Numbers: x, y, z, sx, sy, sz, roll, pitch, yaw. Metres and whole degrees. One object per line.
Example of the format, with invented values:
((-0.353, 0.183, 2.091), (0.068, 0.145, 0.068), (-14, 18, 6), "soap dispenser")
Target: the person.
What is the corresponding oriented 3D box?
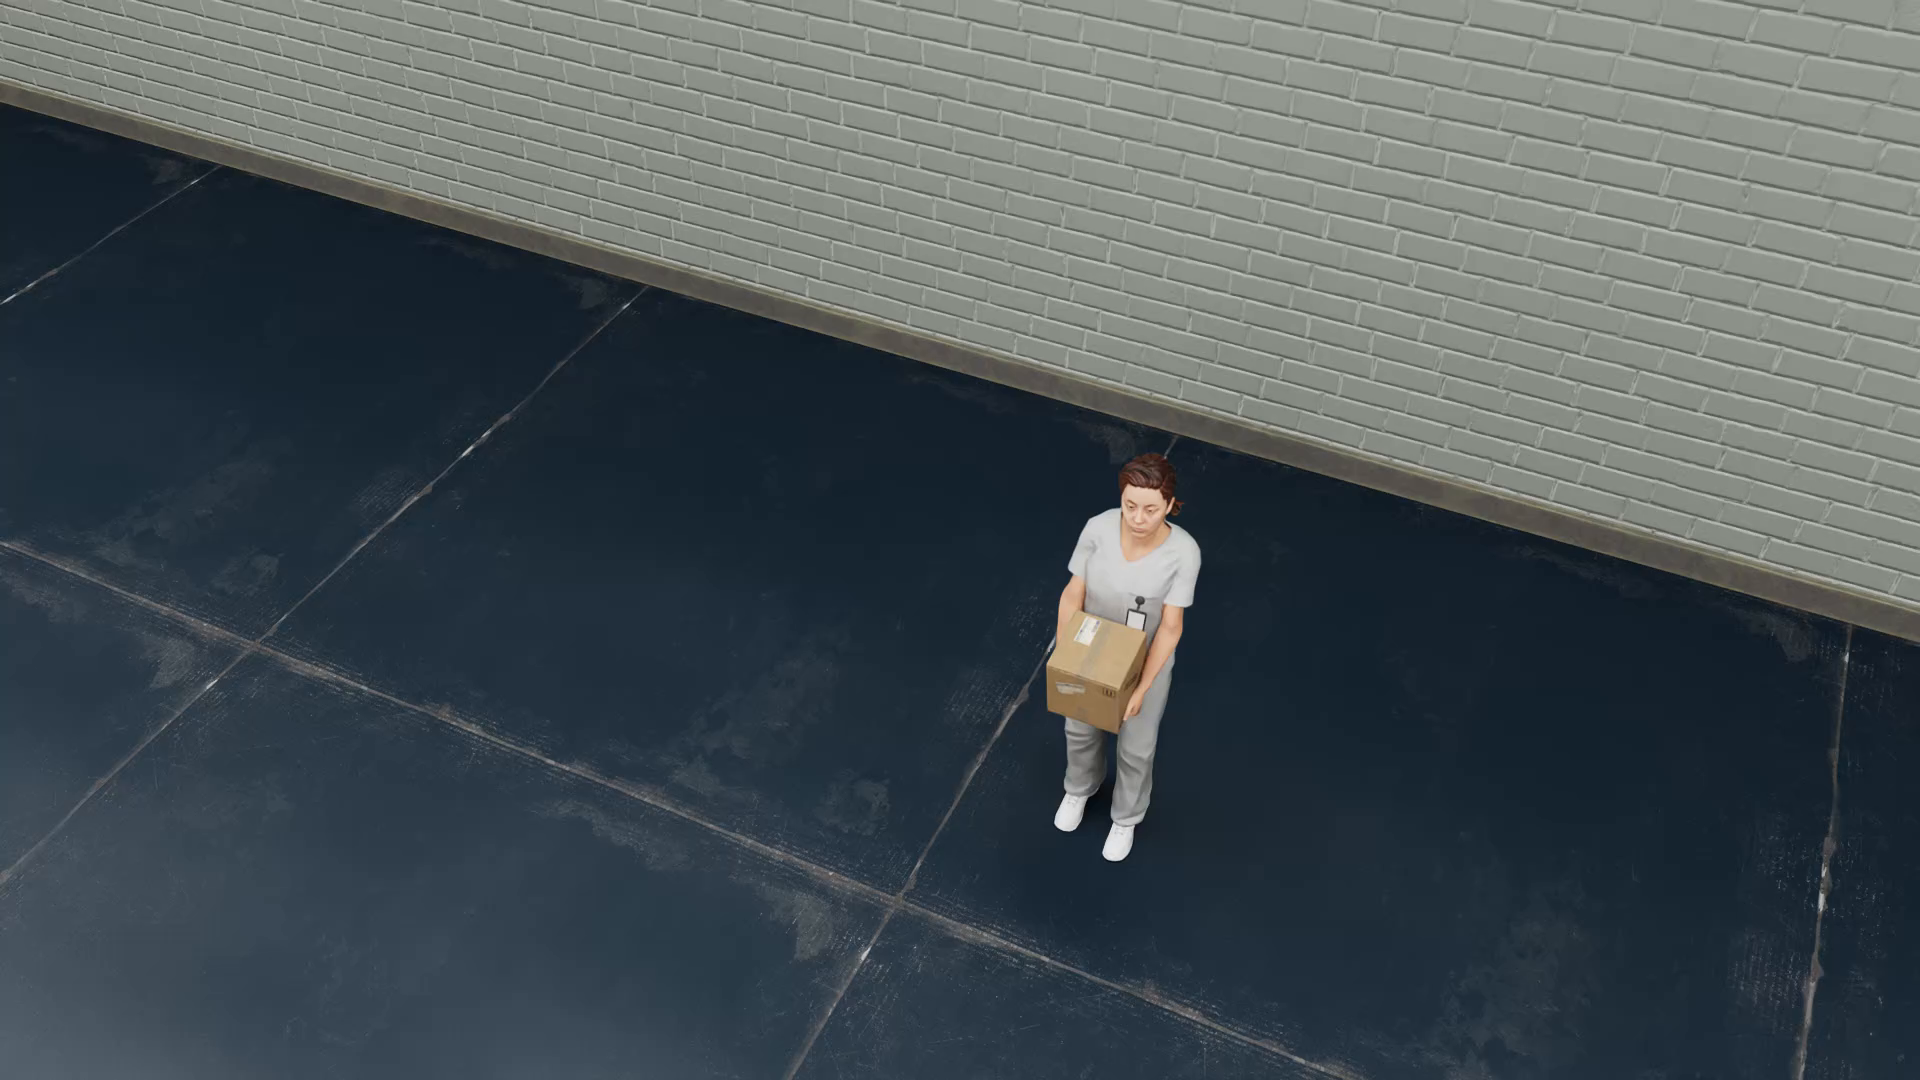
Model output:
((0.535, 0.444, 5.679), (0.434, 1.667, 0.548), (18, 45, 19), "person")
